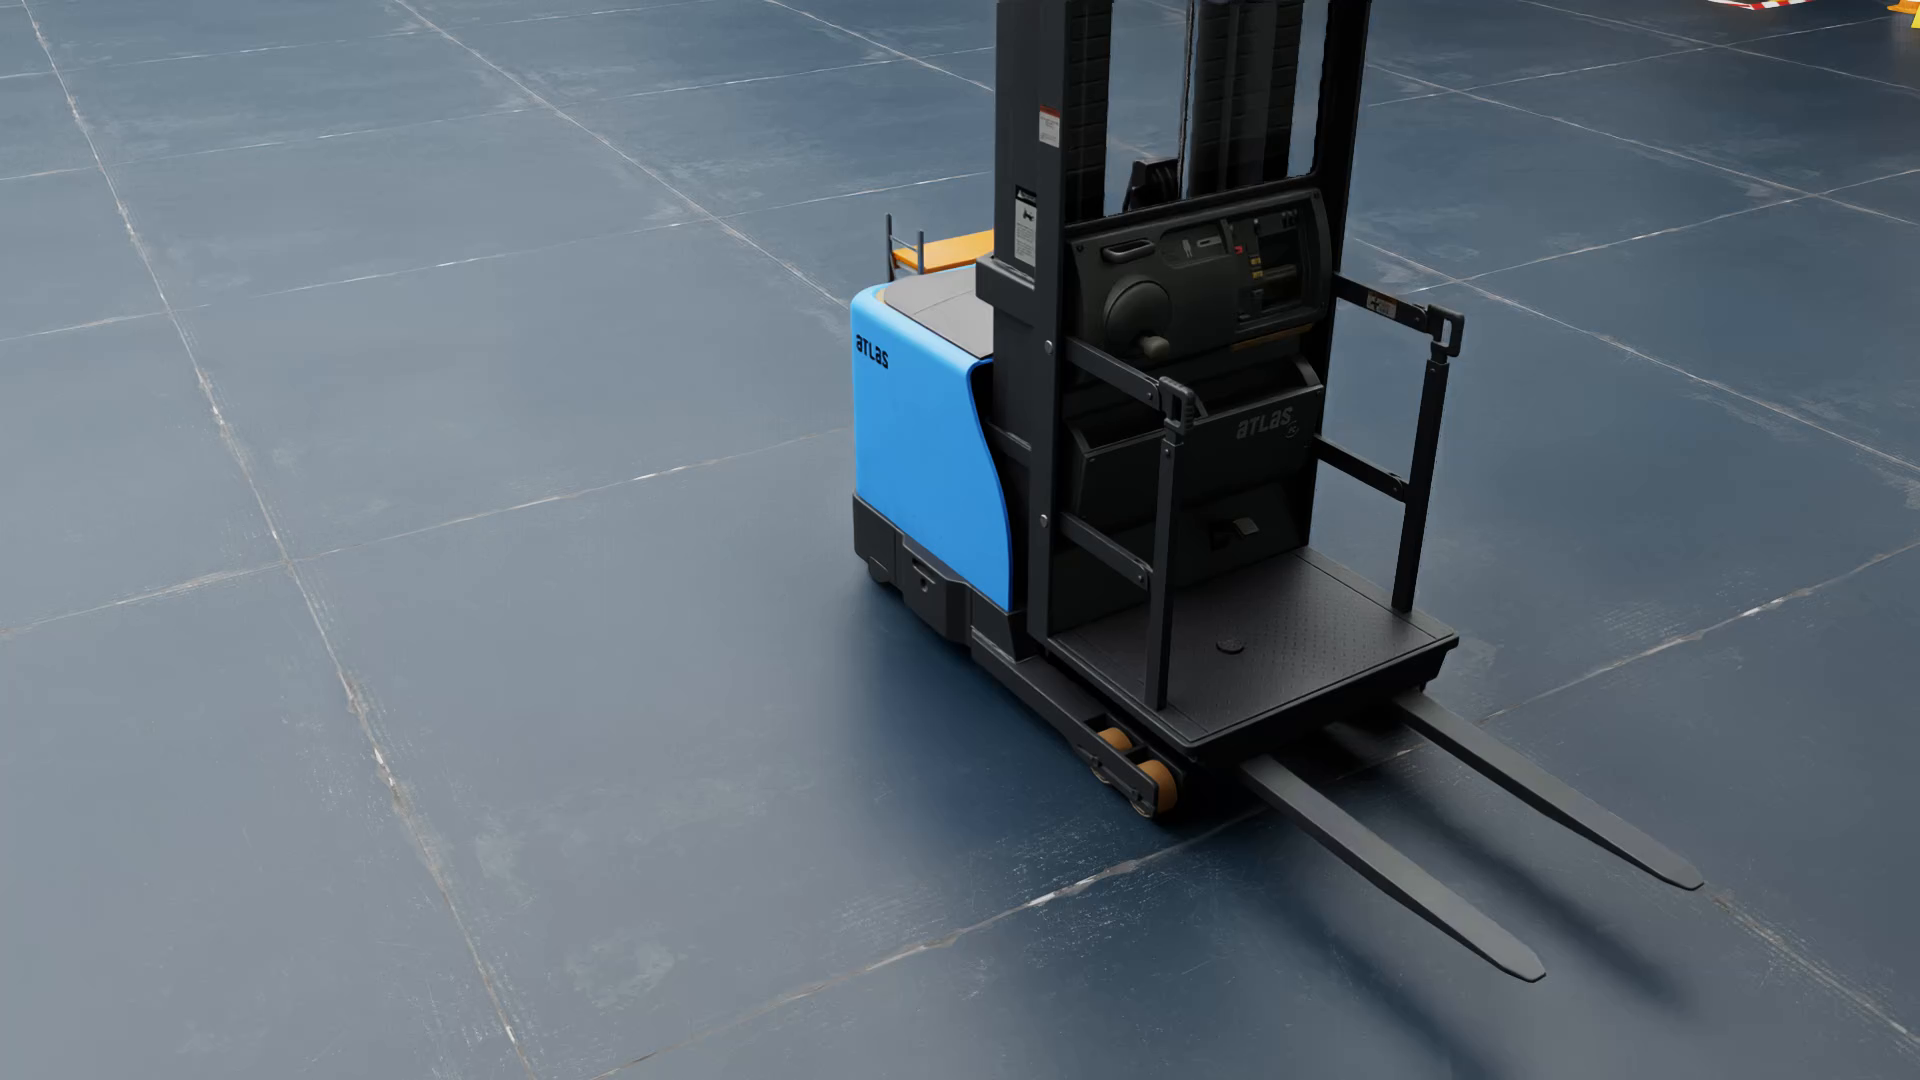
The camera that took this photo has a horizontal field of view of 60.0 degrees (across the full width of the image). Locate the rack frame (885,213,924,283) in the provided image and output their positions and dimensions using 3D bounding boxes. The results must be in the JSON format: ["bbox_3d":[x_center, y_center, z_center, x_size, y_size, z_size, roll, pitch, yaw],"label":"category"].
[{"bbox_3d":[-0.199,-0.608,6.229,0.015,1.200,0.240,-17,33,-28],"label":"rack frame"}]

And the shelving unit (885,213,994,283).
[{"bbox_3d":[0.006,-0.672,6.345,0.503,1.200,0.258,-17,33,-28],"label":"shelving unit"}]

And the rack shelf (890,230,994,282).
[{"bbox_3d":[0.005,-1.017,6.157,0.480,0.148,0.258,-17,33,-28],"label":"rack shelf"}]

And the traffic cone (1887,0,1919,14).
[{"bbox_3d":[8.628,-5.008,14.965,0.334,0.463,0.336,-16,33,-26],"label":"traffic cone"}]

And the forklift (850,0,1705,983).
[{"bbox_3d":[0.829,-0.729,4.658,1.130,2.935,3.031,-17,33,-28],"label":"forklift"}]

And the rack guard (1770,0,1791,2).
[{"bbox_3d":[7.430,-5.480,15.782,0.348,0.500,1.175,-16,33,-26],"label":"rack guard"}]

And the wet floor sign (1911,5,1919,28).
[{"bbox_3d":[8.429,-4.717,14.250,0.232,0.644,0.267,-22,36,-35],"label":"wet floor sign"}]
